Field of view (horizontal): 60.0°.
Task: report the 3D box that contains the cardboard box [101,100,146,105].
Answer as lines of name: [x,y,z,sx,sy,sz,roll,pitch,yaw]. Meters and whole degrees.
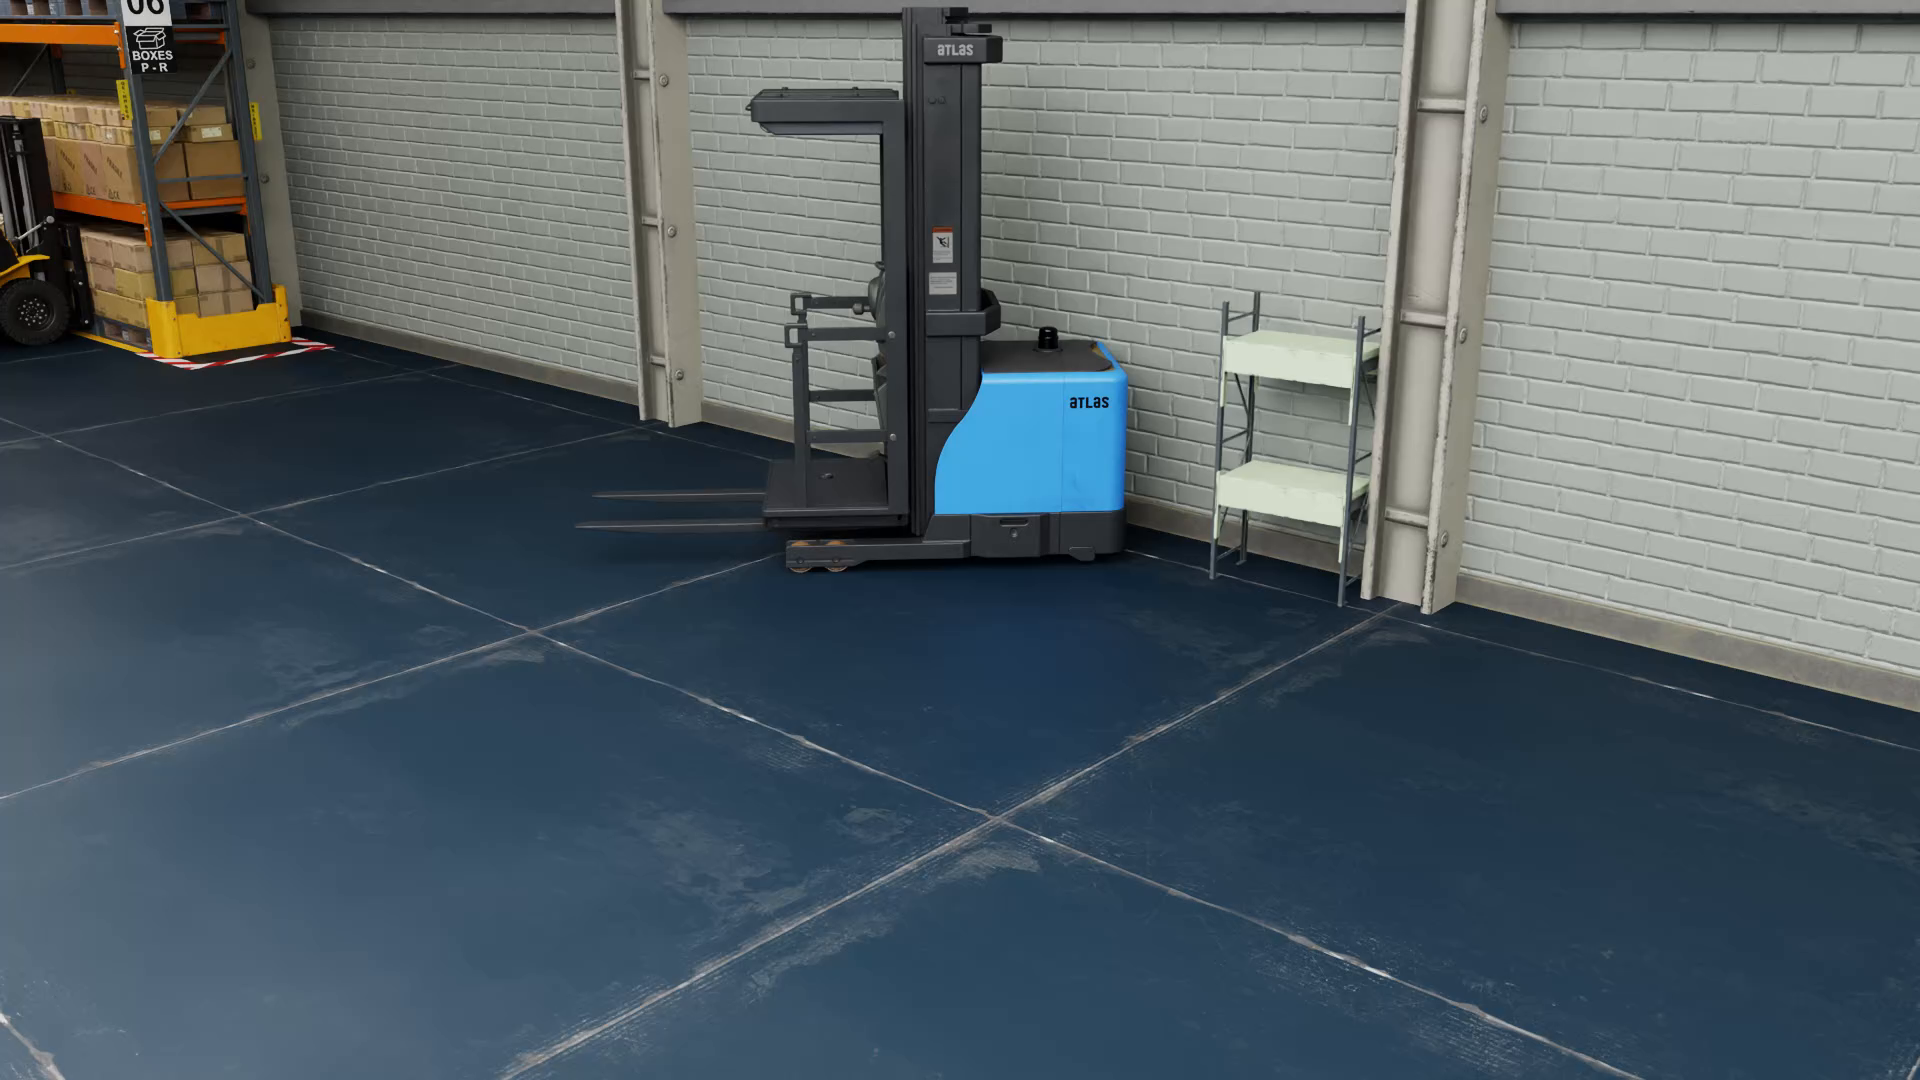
cardboard box: [-7.966,-4.123,15.914,0.250,0.149,0.380,15,23,40]

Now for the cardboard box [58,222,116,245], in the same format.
cardboard box: [-8.414,-2.883,15.936,0.500,0.250,0.500,14,23,38]

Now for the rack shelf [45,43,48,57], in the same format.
rack shelf: [-11.206,-5.483,18.160,4.000,0.370,1.077,15,23,39]

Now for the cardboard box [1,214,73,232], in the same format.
cardboard box: [-9.181,-3.088,16.580,0.500,0.250,0.500,15,23,39]

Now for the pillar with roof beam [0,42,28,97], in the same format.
pillar with roof beam: [-13.986,-6.625,15.611,0.400,9.000,9.100,15,23,39]

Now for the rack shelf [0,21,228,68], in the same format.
rack shelf: [-8.215,-4.680,15.629,4.000,0.370,1.077,15,23,39]

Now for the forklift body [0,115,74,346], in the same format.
forklift body: [-9.348,-2.755,14.736,1.214,2.155,2.313,15,23,39]

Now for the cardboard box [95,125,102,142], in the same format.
cardboard box: [-7.528,-3.665,14.963,0.250,0.149,0.380,16,23,40]

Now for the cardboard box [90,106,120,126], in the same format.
cardboard box: [-7.545,-3.803,14.907,0.250,0.149,0.380,16,23,40]

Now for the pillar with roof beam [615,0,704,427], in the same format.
pillar with roof beam: [-5.011,-4.216,8.019,0.400,9.000,9.100,15,23,39]

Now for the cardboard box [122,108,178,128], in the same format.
cardboard box: [-7.127,-3.714,14.627,0.250,0.149,0.380,15,23,39]

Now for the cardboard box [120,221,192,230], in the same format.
cardboard box: [-7.696,-2.899,15.986,0.500,0.250,0.500,15,23,39]

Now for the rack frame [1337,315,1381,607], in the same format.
rack frame: [2.061,-0.420,8.455,0.023,1.500,0.400,12,21,34]

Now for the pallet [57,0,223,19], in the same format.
pallet: [-7.230,-4.727,14.734,1.213,0.211,1.003,15,23,39]

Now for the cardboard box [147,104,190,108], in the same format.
cardboard box: [-7.208,-3.916,15.262,0.250,0.149,0.380,16,23,40]

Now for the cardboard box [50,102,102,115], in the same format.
cardboard box: [-8.278,-4.021,15.593,0.250,0.149,0.380,15,23,40]

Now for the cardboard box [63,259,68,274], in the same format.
cardboard box: [-8.430,-2.649,16.026,0.500,0.250,0.500,15,23,39]

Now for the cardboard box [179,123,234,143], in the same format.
cardboard box: [-6.800,-3.675,14.995,0.250,0.149,0.380,14,23,38]

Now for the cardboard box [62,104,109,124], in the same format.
cardboard box: [-7.951,-3.897,15.203,0.250,0.149,0.380,16,23,41]

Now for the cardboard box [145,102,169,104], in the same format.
cardboard box: [-7.597,-4.016,15.578,0.250,0.149,0.380,16,24,41]

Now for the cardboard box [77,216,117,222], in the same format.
cardboard box: [-8.456,-3.103,16.628,0.500,0.250,0.500,15,23,40]

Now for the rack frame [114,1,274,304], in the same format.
rack frame: [-6.719,-3.191,14.709,0.127,3.000,1.000,15,23,39]

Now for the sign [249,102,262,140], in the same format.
sign: [-6.346,-3.766,14.958,0.005,0.325,0.100,15,23,39]

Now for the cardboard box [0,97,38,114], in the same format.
cardboard box: [-9.402,-4.334,16.579,0.250,0.149,0.380,15,23,40]

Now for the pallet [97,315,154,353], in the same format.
pallet: [-7.318,-2.006,15.584,1.213,0.211,1.003,15,23,39]

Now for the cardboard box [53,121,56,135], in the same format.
cardboard box: [-8.267,-3.877,15.631,0.250,0.149,0.380,15,23,39]

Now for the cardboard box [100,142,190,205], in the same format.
cardboard box: [-7.261,-3.278,14.818,0.500,0.500,0.500,14,23,38]

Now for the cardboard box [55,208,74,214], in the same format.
cardboard box: [-9.214,-3.306,17.267,0.500,0.250,0.500,16,23,40]

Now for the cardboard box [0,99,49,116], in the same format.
cardboard box: [-9.092,-4.206,16.176,0.250,0.149,0.380,16,23,40]

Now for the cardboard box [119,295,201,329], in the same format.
cardboard box: [-7.280,-2.104,15.133,0.500,0.250,0.500,15,23,40]

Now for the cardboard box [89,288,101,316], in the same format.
cardboard box: [-8.014,-2.308,15.777,0.500,0.250,0.500,15,23,40]

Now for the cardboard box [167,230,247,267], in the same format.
cardboard box: [-6.953,-2.697,15.349,0.500,0.250,0.500,15,23,38]

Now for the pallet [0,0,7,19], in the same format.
pallet: [-9.055,-5.217,16.278,1.213,0.211,1.003,15,23,39]

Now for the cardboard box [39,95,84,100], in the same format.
cardboard box: [-9.111,-4.438,16.906,0.250,0.149,0.380,14,23,38]

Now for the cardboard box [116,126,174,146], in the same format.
cardboard box: [-7.164,-3.554,14.615,0.250,0.149,0.380,15,23,40]

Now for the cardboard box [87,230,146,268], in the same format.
cardboard box: [-7.656,-2.681,15.298,0.500,0.250,0.500,16,23,40]

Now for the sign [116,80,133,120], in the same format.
sign: [-7.089,-3.736,14.120,0.005,0.325,0.100,15,23,39]

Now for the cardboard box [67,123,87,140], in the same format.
cardboard box: [-7.937,-3.760,15.264,0.250,0.149,0.380,14,22,38]

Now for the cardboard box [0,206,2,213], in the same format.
cardboard box: [-10.683,-3.323,18.354,0.625,0.625,0.875,15,23,39]

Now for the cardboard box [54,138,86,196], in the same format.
cardboard box: [-8.026,-3.487,15.476,0.500,0.500,0.500,14,23,38]

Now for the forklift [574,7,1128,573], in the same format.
forklift: [-0.621,-1.385,9.130,3.031,2.935,1.130,-1,18,-4]

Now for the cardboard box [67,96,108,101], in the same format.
cardboard box: [-8.675,-4.351,16.635,0.250,0.149,0.380,14,23,38]

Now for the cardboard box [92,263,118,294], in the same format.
cardboard box: [-7.658,-2.449,15.395,0.500,0.250,0.500,15,23,39]

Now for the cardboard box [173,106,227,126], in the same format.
cardboard box: [-6.828,-3.806,14.915,0.250,0.149,0.380,14,23,38]

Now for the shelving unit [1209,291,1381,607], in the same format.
shelving unit: [1.762,-0.484,8.657,0.755,1.500,0.431,12,21,34]

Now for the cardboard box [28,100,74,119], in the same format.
cardboard box: [-8.653,-4.121,15.909,0.250,0.149,0.380,15,23,39]

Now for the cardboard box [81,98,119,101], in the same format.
cardboard box: [-8.335,-4.233,16.261,0.250,0.149,0.380,15,23,39]

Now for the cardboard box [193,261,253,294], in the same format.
cardboard box: [-6.933,-2.461,15.431,0.500,0.250,0.500,16,23,40]

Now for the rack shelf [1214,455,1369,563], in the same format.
rack shelf: [1.763,-0.174,8.756,0.720,0.370,0.431,12,21,34]
